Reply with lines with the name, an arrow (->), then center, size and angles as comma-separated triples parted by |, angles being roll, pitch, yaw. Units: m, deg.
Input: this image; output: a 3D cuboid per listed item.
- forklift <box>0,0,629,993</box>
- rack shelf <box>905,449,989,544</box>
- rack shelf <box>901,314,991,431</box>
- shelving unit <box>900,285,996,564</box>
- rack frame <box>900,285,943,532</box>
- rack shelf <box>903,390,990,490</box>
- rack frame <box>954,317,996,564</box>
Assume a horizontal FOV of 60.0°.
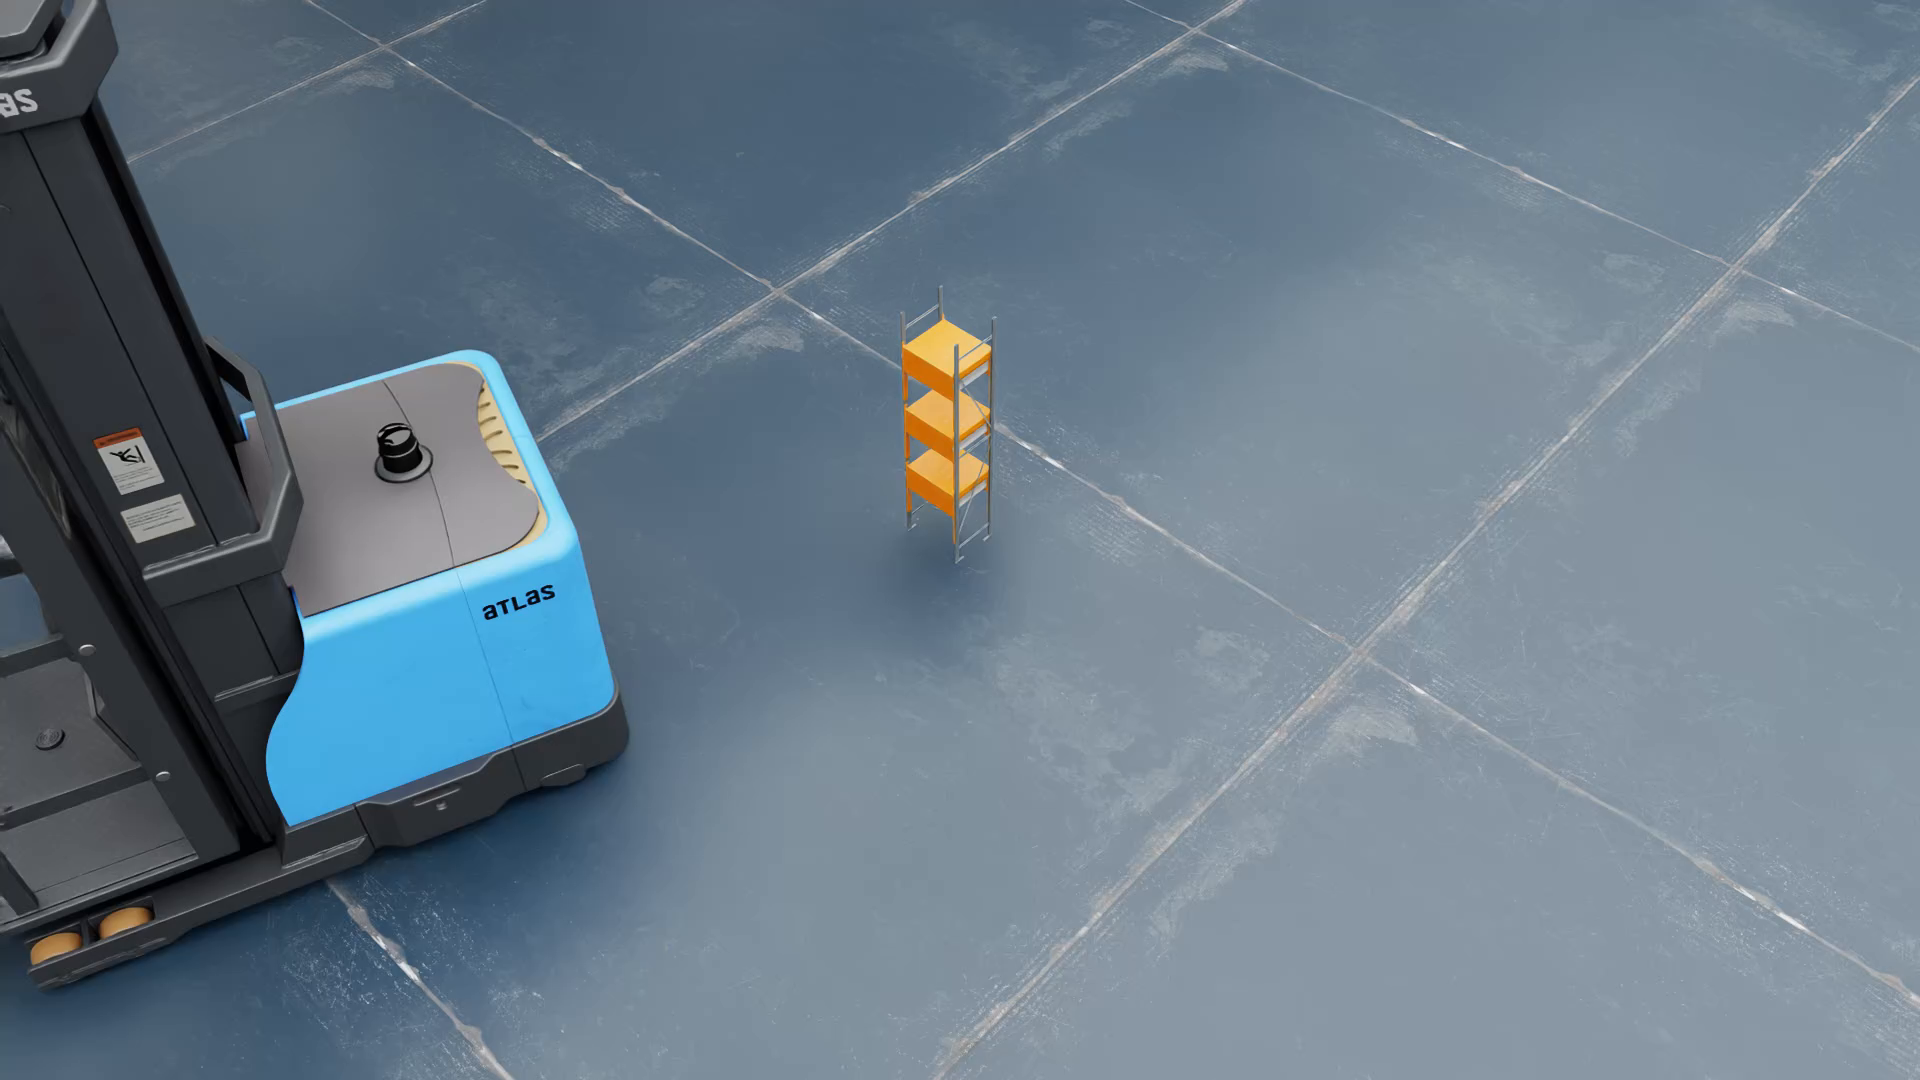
forklift -> -2.655, -0.113, 4.345 | 3.031, 2.935, 1.130 | -20, 50, -18
rack shelf -> -0.039, -0.188, 6.102 | 0.240, 0.259, 0.215 | 34, 55, 28
rack shelf -> -0.039, -0.573, 5.693 | 0.240, 0.259, 0.215 | 34, 55, 28
shelving unit -> -0.039, -0.386, 5.892 | 0.252, 1.050, 0.215 | 34, 55, 28
rack frame -> -0.129, -0.446, 5.949 | 0.008, 1.050, 0.200 | 34, 55, 28
rack shelf -> -0.039, -0.379, 5.900 | 0.240, 0.259, 0.215 | 34, 55, 28
rack frame -> 0.050, -0.325, 5.835 | 0.008, 1.050, 0.200 | 34, 55, 28
